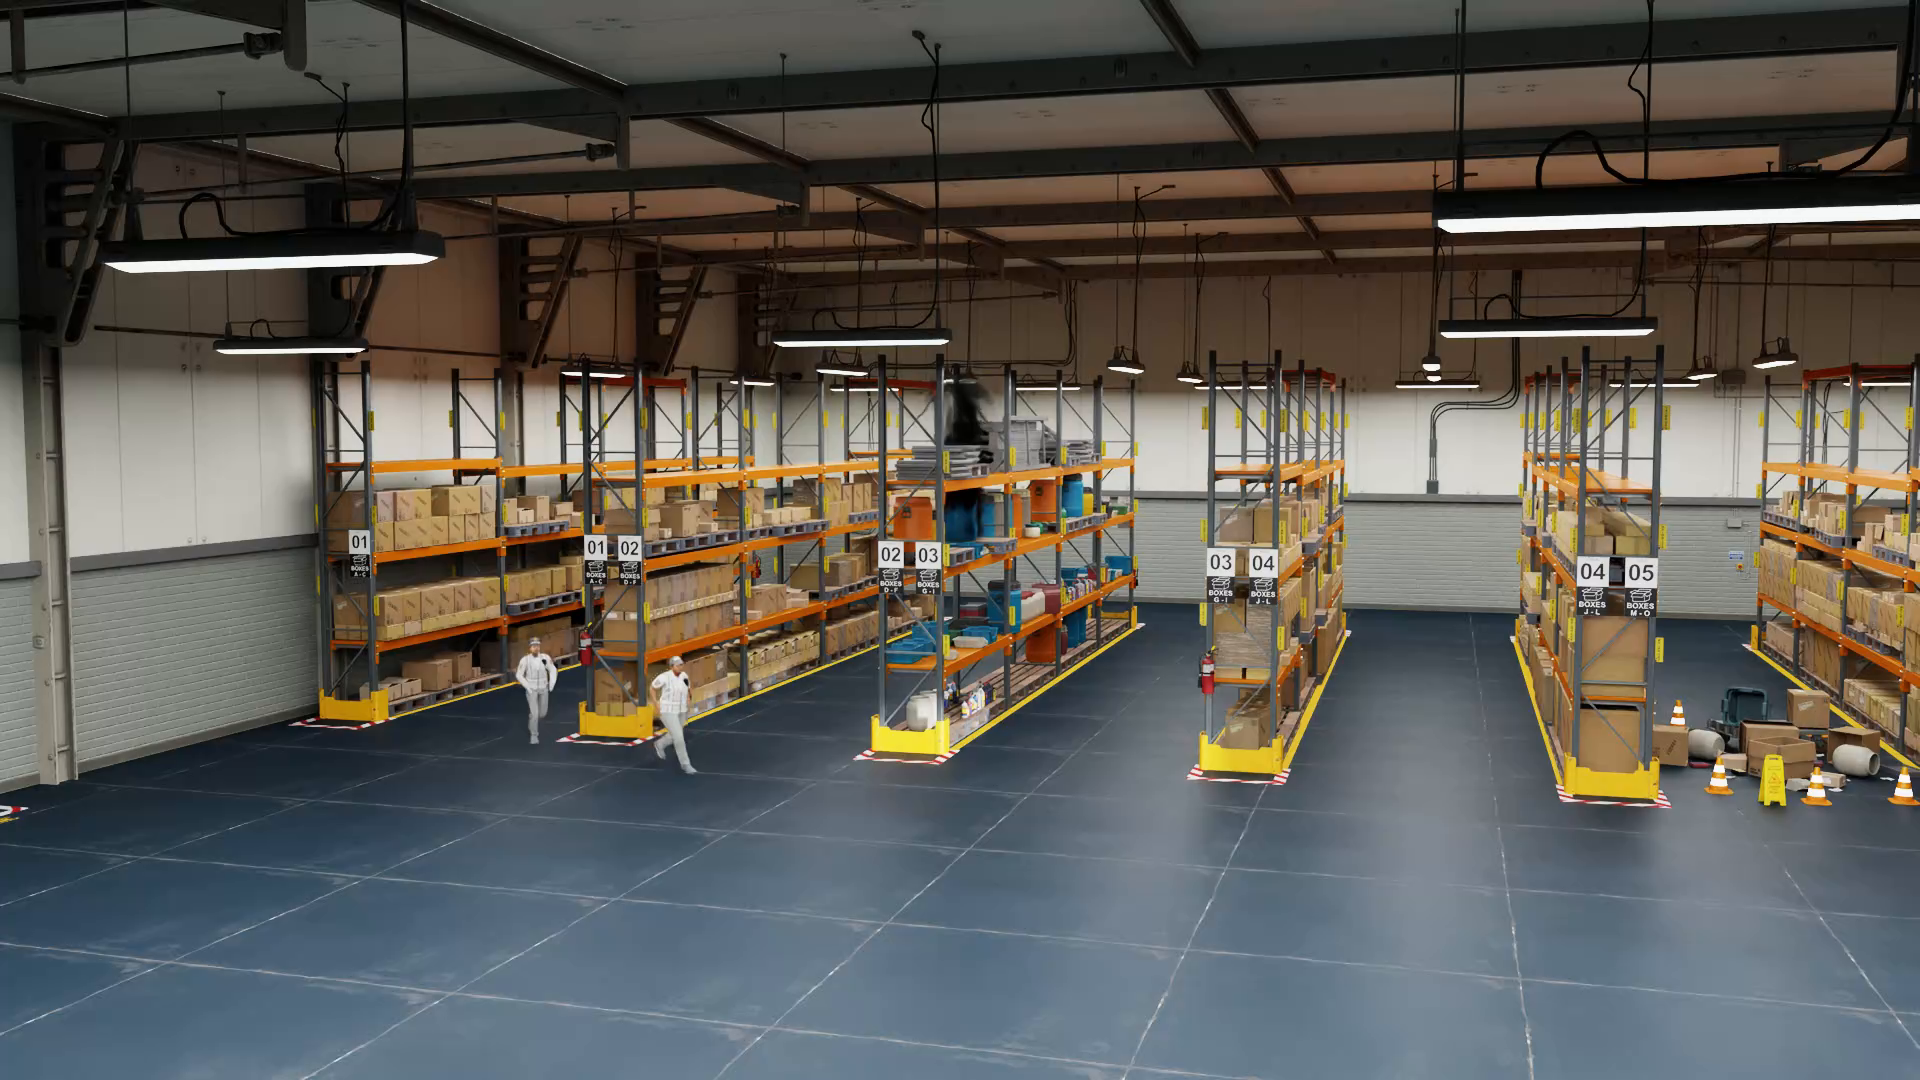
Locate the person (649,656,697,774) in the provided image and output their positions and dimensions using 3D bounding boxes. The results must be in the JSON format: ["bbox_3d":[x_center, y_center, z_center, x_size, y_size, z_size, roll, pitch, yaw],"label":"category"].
[{"bbox_3d":[-4.111,2.482,23.847,0.929,1.668,0.629,4,6,43],"label":"person"}]

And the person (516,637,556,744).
[{"bbox_3d":[-6.611,2.333,25.983,0.641,1.669,0.582,-2,5,-26],"label":"person"}]
